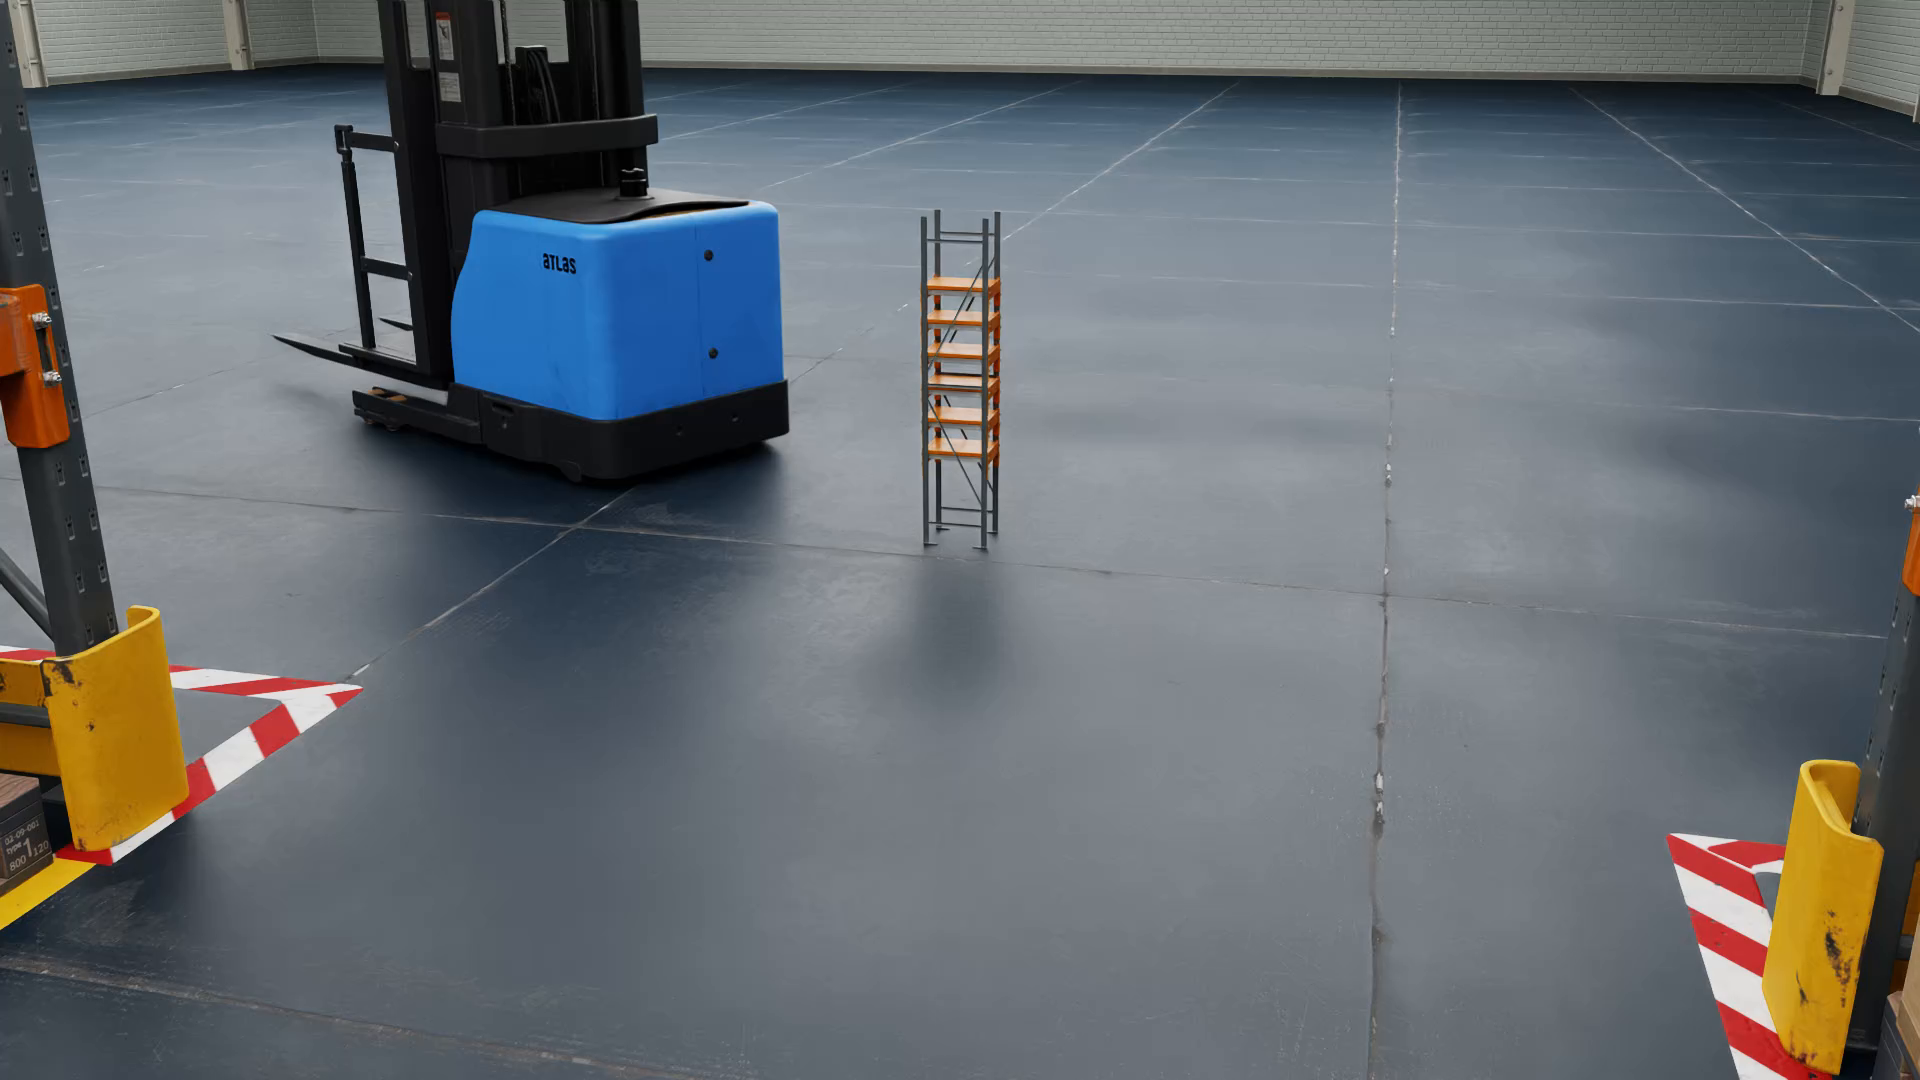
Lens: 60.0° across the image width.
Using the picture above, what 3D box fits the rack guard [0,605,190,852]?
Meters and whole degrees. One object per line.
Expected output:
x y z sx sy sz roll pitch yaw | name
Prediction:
-2.570 0.417 4.194 1.175 0.500 0.348 5 19 13 | rack guard

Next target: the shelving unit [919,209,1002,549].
0.004 -0.572 6.007 0.258 1.200 0.189 5 19 13 | shelving unit

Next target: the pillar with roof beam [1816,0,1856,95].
10.832 -12.305 28.292 9.100 9.000 0.400 5 19 13 | pillar with roof beam

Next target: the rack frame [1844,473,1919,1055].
2.205 -0.401 2.722 1.000 3.000 0.127 5 19 13 | rack frame

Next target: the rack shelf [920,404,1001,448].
0.004 -0.417 6.060 0.258 0.103 0.180 5 19 13 | rack shelf

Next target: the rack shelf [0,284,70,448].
-3.086 0.174 2.151 1.077 0.370 4.000 5 19 13 | rack shelf

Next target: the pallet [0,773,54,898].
-2.774 0.808 3.496 1.003 0.211 1.213 5 19 13 | pallet

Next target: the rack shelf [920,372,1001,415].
0.004 -0.530 6.021 0.258 0.103 0.180 5 19 13 | rack shelf

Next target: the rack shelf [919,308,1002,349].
0.004 -0.757 5.944 0.258 0.103 0.180 5 19 13 | rack shelf

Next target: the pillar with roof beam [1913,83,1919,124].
9.366 -10.425 22.787 9.100 9.000 0.400 5 19 13 | pillar with roof beam

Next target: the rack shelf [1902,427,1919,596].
1.716 0.566 1.003 1.077 0.370 4.000 5 19 13 | rack shelf

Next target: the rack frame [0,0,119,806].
-2.597 -0.794 3.870 1.000 3.000 0.127 5 19 13 | rack frame

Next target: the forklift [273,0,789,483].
-2.199 -1.997 7.499 3.031 2.935 1.130 16 24 38 | forklift

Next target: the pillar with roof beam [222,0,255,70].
-11.364 -14.113 33.585 9.100 9.000 0.400 5 19 13 | pillar with roof beam

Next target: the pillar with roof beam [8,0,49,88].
-12.830 -12.233 28.079 9.100 9.000 0.400 5 19 13 | pillar with roof beam

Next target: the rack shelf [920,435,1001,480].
0.004 -0.303 6.099 0.258 0.103 0.180 5 19 13 | rack shelf

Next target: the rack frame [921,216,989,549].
-0.019 -0.544 5.923 0.240 1.200 0.006 5 19 13 | rack frame

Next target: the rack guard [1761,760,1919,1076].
2.211 0.774 3.148 1.175 0.500 0.348 5 19 13 | rack guard

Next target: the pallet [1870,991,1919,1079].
2.059 1.161 2.461 1.003 0.211 1.213 5 19 13 | pallet

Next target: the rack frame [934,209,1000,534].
0.026 -0.601 6.091 0.240 1.200 0.006 5 19 13 | rack frame

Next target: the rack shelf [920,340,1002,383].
0.004 -0.644 5.982 0.258 0.103 0.180 5 19 13 | rack shelf

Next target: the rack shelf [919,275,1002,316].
0.004 -0.871 5.905 0.258 0.103 0.180 5 19 13 | rack shelf

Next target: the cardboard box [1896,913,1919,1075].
1.858 0.852 2.658 0.500 0.250 0.500 5 19 13 | cardboard box
